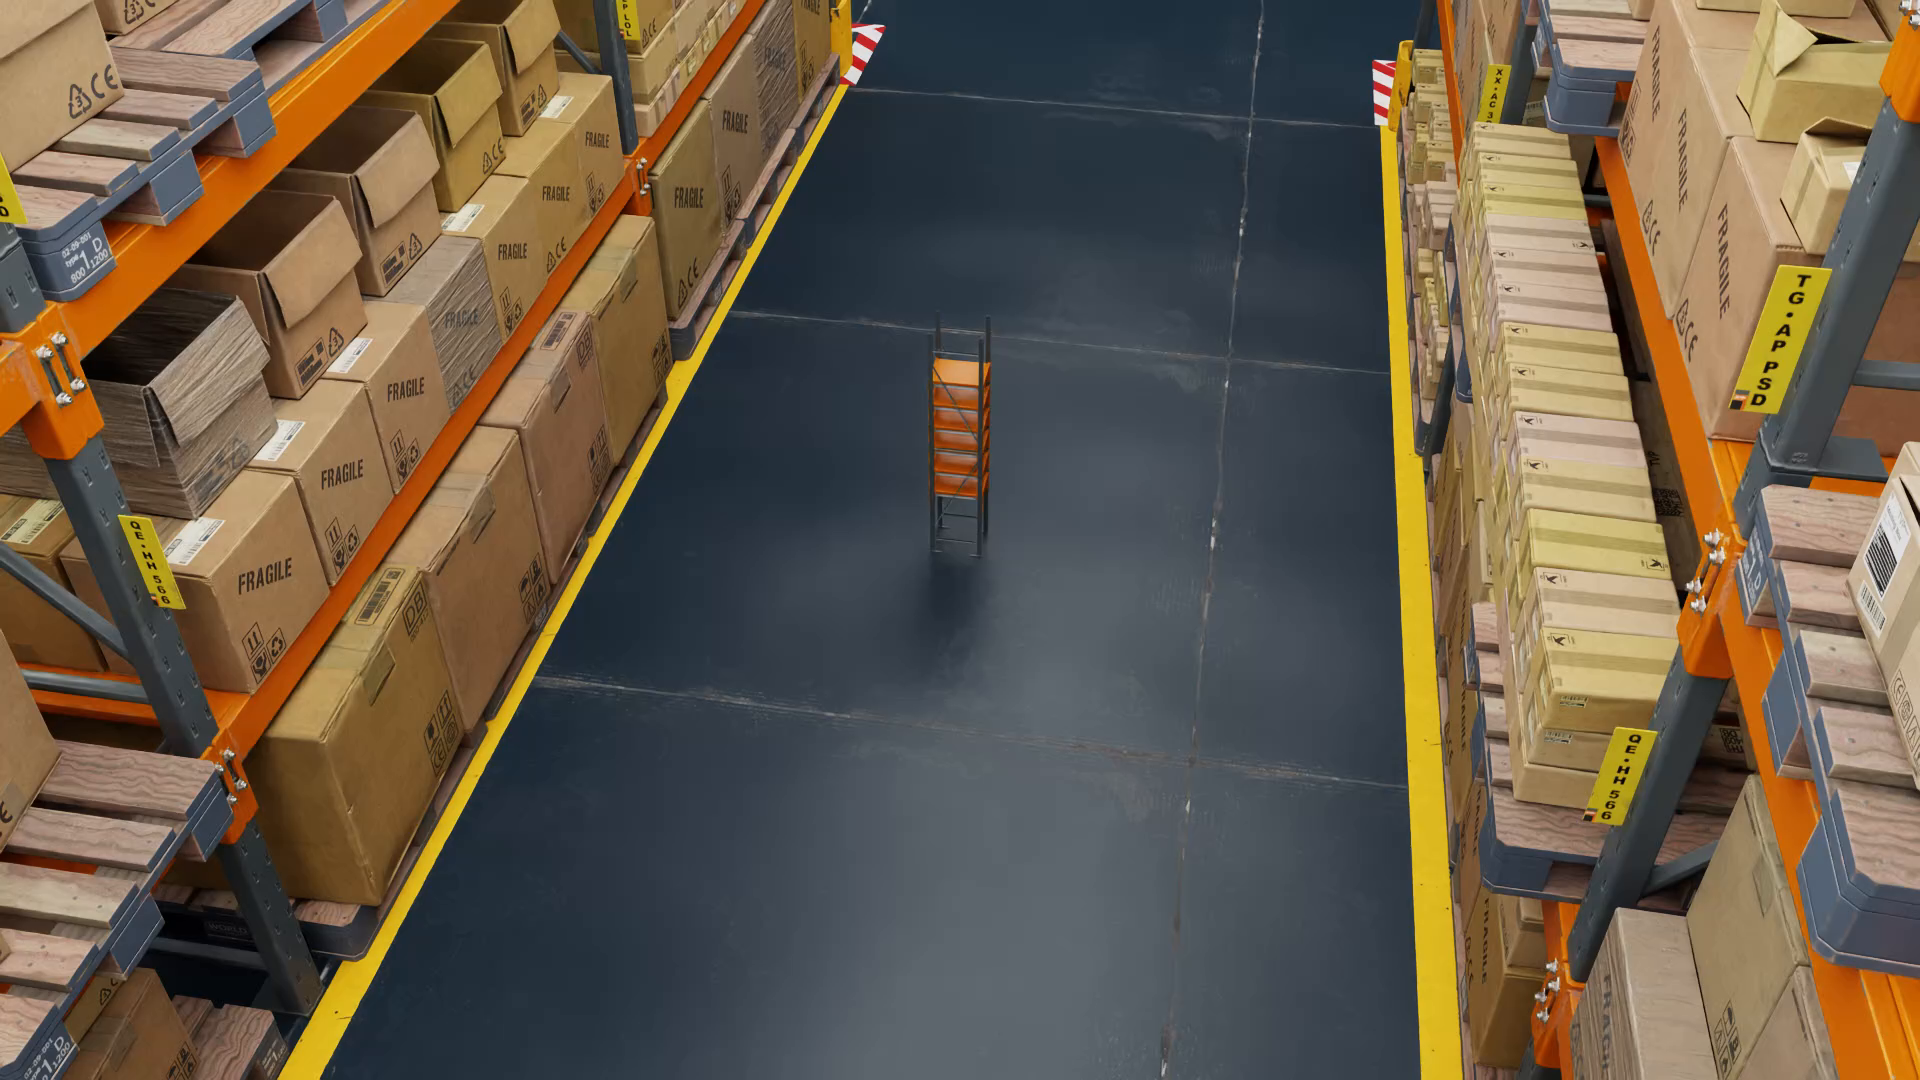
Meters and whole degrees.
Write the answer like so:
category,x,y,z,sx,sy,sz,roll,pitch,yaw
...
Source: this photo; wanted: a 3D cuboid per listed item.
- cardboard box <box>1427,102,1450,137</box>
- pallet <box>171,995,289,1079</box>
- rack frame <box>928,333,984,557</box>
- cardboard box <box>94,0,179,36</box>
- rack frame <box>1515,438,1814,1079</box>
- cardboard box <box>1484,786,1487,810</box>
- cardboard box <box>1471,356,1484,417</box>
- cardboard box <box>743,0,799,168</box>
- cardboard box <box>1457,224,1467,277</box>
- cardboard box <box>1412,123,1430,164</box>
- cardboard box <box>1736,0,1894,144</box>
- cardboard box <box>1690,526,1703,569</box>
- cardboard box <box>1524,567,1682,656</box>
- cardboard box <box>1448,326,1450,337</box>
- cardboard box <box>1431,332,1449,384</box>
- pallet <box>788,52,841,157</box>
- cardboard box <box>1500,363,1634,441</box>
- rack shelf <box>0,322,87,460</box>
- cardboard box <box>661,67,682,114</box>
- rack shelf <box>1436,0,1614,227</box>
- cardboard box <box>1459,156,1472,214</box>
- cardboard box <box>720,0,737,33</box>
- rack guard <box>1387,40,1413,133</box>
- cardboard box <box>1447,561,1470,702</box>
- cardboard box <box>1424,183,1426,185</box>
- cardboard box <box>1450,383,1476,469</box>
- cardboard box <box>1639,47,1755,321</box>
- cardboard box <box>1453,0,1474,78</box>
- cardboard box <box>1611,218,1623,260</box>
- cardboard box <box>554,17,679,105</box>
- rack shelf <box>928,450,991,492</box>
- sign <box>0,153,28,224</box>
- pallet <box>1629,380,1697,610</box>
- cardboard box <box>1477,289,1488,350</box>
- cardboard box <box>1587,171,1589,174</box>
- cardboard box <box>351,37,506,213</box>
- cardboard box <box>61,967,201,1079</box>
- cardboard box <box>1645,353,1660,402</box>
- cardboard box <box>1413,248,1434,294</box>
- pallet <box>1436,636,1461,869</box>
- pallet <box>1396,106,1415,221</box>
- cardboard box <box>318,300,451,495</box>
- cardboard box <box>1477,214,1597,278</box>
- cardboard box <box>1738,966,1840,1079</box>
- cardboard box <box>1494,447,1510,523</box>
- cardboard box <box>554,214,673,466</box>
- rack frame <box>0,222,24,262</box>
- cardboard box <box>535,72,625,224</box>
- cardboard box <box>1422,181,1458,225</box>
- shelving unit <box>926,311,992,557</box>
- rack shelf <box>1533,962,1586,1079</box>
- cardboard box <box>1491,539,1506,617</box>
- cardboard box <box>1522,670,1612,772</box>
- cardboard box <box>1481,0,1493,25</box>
category,x,y,z,sx,sy,sz,roll,pitch,yaw
cardboard box,3.008,-2.491,9.946,0.380,0.149,0.250,5,40,5
pallet,-2.895,1.990,5.274,1.003,0.211,1.213,6,40,8
rack frame,-0.018,-0.396,7.384,0.240,1.200,0.006,6,40,8
cardboard box,-2.661,-1.873,4.996,0.500,0.500,0.500,8,40,10
rack frame,2.110,1.036,4.240,1.000,3.000,0.127,6,40,8
cardboard box,2.046,0.772,5.603,0.500,0.250,0.500,7,40,8
cardboard box,2.060,-0.523,5.993,0.380,0.149,0.250,6,40,7
cardboard box,-1.563,-2.957,10.407,0.875,0.875,0.875,6,40,8
cardboard box,2.238,-1.168,6.774,0.380,0.149,0.250,7,40,8
cardboard box,2.941,-2.384,10.051,0.380,0.149,0.250,8,40,9
cardboard box,1.998,-1.060,3.741,0.396,0.266,0.258,6,40,8
cardboard box,2.568,0.038,5.315,0.380,0.149,0.250,8,40,9
cardboard box,1.789,0.226,4.620,0.380,0.149,0.250,6,40,7
cardboard box,2.607,-1.019,8.166,0.380,0.149,0.250,7,40,9
cardboard box,2.543,-0.885,8.238,0.380,0.149,0.250,7,40,9
pallet,-1.435,-3.010,11.322,1.003,0.211,1.213,6,40,8
cardboard box,1.969,-0.428,5.411,0.380,0.149,0.250,8,40,10
rack shelf,-3.104,0.802,2.734,1.077,0.370,4.000,6,40,8
cardboard box,-1.642,-2.302,8.474,0.380,0.149,0.250,5,40,6
rack shelf,3.148,-2.452,9.024,1.077,0.370,4.000,6,40,8
cardboard box,2.281,-1.458,6.890,0.380,0.149,0.250,7,40,8
cardboard box,-1.463,-2.951,9.259,0.380,0.149,0.250,7,40,8
rack guard,3.481,-2.974,11.051,1.175,0.500,0.348,6,40,8
cardboard box,2.245,0.424,6.612,0.500,0.500,0.500,7,40,8
cardboard box,2.985,-2.106,9.947,0.380,0.149,0.250,6,40,8
cardboard box,2.414,-0.527,7.174,0.500,0.250,0.500,5,40,6
cardboard box,2.032,-0.860,4.101,0.500,0.500,0.500,6,40,8
cardboard box,2.786,-2.600,8.326,0.500,0.500,0.500,6,40,7
cardboard box,2.928,-1.269,6.895,0.380,0.149,0.250,6,40,7
cardboard box,-1.727,-2.408,8.289,0.500,0.250,0.500,6,40,7
rack shelf,-0.002,-0.327,7.558,0.258,0.103,0.180,6,40,8
sign,-2.224,-0.869,3.784,0.100,0.325,0.005,6,40,8
pallet,2.412,-0.137,5.809,1.003,0.211,1.213,6,40,8
cardboard box,2.105,-0.800,6.095,0.380,0.149,0.250,8,40,9
cardboard box,3.139,-1.863,7.943,0.380,0.149,0.250,5,40,6
cardboard box,-2.298,-1.679,6.658,0.797,0.503,0.637,7,40,8
cardboard box,-2.854,1.642,5.123,0.700,0.500,0.500,4,40,5
cardboard box,2.752,-0.617,6.106,0.380,0.149,0.250,5,40,6
cardboard box,2.713,-1.471,9.180,0.380,0.149,0.250,6,40,8
pallet,2.460,0.857,6.645,1.003,0.211,1.213,6,40,8
pallet,3.305,-2.357,10.531,1.003,0.211,1.213,6,40,8
cardboard box,-2.234,-0.534,6.060,0.500,0.500,0.500,6,40,7
cardboard box,2.146,-1.080,6.199,0.380,0.149,0.250,6,40,7
cardboard box,1.936,1.210,3.166,0.700,0.500,0.500,6,40,7
cardboard box,1.923,-0.150,5.309,0.380,0.149,0.250,6,40,7
cardboard box,-2.157,-1.024,8.069,1.225,0.875,0.875,7,40,8
rack frame,-2.758,-1.887,3.067,1.000,3.000,0.127,6,40,8
cardboard box,-1.878,-1.800,7.591,0.500,0.500,0.500,7,40,8
cardboard box,2.760,-1.846,9.166,0.380,0.149,0.250,5,40,6
shelving unit,-0.002,-0.453,7.454,0.258,1.200,0.189,6,40,8
rack shelf,1.764,2.568,2.951,1.077,0.370,4.000,6,40,8
cardboard box,1.878,0.137,5.194,0.380,0.149,0.250,6,40,7
cardboard box,1.747,0.496,4.527,0.380,0.149,0.250,7,40,9
cardboard box,2.701,-2.663,7.617,0.500,0.500,0.500,5,40,6
